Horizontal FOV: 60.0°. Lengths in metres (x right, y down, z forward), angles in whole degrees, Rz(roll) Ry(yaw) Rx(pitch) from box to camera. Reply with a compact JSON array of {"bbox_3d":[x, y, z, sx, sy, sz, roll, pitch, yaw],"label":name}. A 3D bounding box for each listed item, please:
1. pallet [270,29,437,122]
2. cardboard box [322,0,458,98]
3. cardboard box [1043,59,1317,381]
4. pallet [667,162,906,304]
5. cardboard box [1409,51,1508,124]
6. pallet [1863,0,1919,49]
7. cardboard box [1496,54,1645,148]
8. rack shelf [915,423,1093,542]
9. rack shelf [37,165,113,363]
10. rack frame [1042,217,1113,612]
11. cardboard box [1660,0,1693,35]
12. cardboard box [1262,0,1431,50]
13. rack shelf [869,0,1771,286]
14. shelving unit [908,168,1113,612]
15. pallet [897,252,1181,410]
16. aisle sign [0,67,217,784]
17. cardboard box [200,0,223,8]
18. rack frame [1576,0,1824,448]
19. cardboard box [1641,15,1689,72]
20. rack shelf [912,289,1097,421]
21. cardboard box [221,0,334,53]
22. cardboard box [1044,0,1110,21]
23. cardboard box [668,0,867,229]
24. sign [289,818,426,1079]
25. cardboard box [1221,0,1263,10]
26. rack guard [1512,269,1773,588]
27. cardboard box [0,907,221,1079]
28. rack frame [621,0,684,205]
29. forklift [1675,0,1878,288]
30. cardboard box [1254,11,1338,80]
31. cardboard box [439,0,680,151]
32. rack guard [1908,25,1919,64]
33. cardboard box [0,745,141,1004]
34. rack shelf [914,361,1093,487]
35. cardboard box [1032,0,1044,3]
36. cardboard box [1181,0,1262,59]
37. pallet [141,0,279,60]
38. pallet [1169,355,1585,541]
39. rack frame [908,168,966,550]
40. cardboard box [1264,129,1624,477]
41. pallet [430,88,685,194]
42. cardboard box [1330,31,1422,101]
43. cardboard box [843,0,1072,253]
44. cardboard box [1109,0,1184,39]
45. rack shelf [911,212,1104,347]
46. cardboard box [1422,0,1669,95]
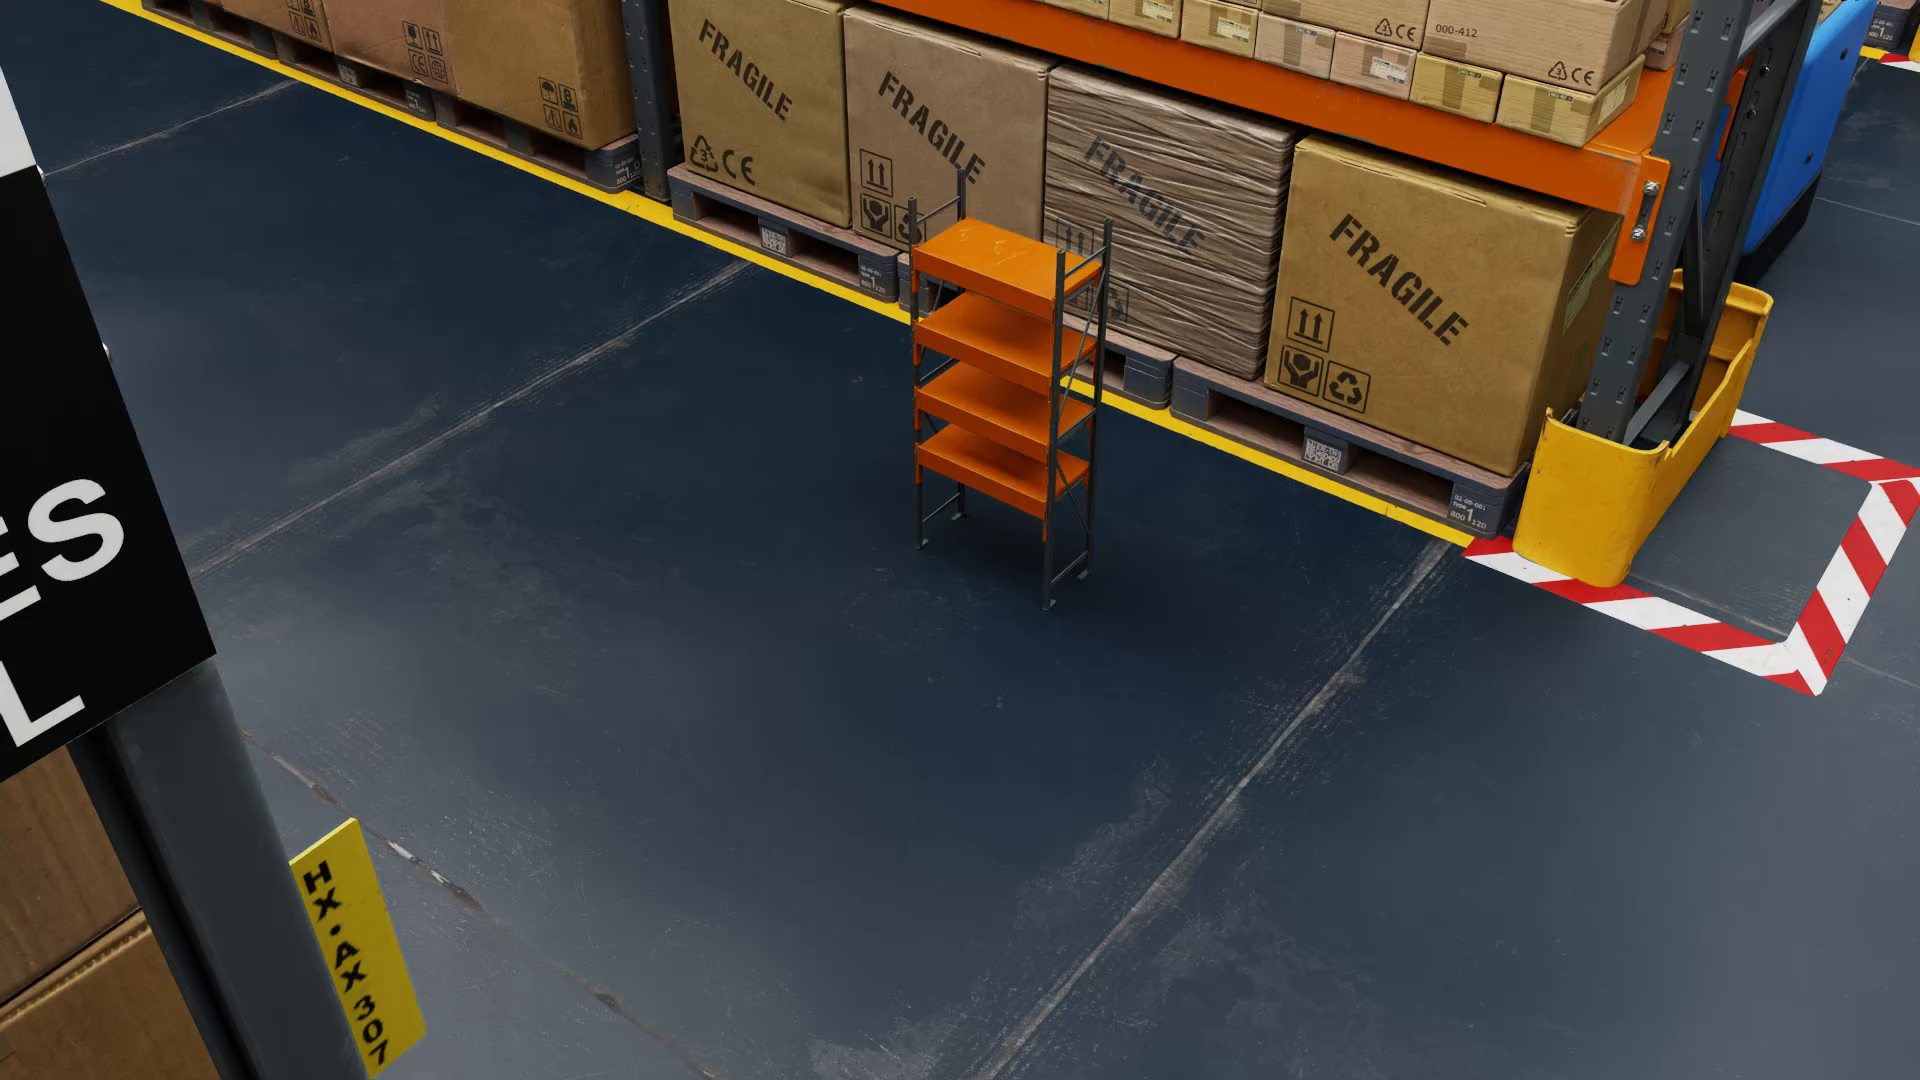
[{"bbox_3d":[-2.630,-2.486,8.254,1.213,0.211,1.003,25,45,29],"label":"pallet"},{"bbox_3d":[-2.229,-2.768,7.736,0.875,0.875,1.225,24,44,27],"label":"cardboard box"},{"bbox_3d":[0.899,-1.248,5.793,0.875,0.875,0.875,25,45,29],"label":"cardboard box"},{"bbox_3d":[-0.442,-1.454,6.937,1.213,0.211,1.003,25,45,29],"label":"pallet"},{"bbox_3d":[1.488,-1.347,4.741,0.250,0.149,0.380,26,45,29],"label":"cardboard box"},{"bbox_3d":[4.556,-3.033,8.952,1.213,0.211,1.003,25,45,29],"label":"pallet"},{"bbox_3d":[1.696,-1.251,4.618,0.250,0.149,0.380,26,45,29],"label":"cardboard box"},{"bbox_3d":[0.131,-0.201,4.965,0.480,0.148,0.258,25,45,29],"label":"rack shelf"},{"bbox_3d":[-2.503,-0.634,1.776,4.000,0.370,1.077,25,45,29],"label":"rack shelf"},{"bbox_3d":[0.325,-0.319,4.684,0.015,1.200,0.240,25,45,29],"label":"rack frame"},{"bbox_3d":[1.962,-1.748,4.929,0.500,0.250,0.500,24,44,27],"label":"cardboard box"},{"bbox_3d":[1.230,-1.677,4.840,0.500,0.250,0.500,24,44,28],"label":"cardboard box"},{"bbox_3d":[0.590,-1.843,5.755,4.000,0.370,1.077,25,45,29],"label":"rack shelf"},{"bbox_3d":[0.131,-0.410,4.801,0.503,1.200,0.258,25,45,29],"label":"shelving unit"},{"bbox_3d":[0.531,-0.998,6.353,1.213,0.211,1.003,25,45,29],"label":"pallet"},{"bbox_3d":[-0.674,-0.130,0.874,0.004,0.787,0.394,25,45,29],"label":"aisle sign"},{"bbox_3d":[-3.640,-3.434,8.585,0.875,0.875,1.225,23,44,27],"label":"cardboard box"},{"bbox_3d":[2.179,-1.377,4.576,0.127,3.000,1.000,25,45,29],"label":"rack frame"},{"bbox_3d":[2.097,-1.573,5.030,0.250,0.149,0.380,26,45,29],"label":"cardboard box"},{"bbox_3d":[0.131,-0.534,4.705,0.480,0.148,0.258,25,45,29],"label":"rack shelf"},{"bbox_3d":[-2.937,-3.096,8.154,0.875,0.875,1.225,25,45,29],"label":"cardboard box"},{"bbox_3d":[0.482,-1.823,5.349,0.250,0.149,0.380,26,45,29],"label":"cardboard box"},{"bbox_3d":[-0.523,-1.918,6.649,0.875,0.875,0.875,25,45,29],"label":"cardboard box"},{"bbox_3d":[-0.585,0.407,1.595,0.005,0.325,0.100,25,45,29],"label":"sign"},{"bbox_3d":[0.826,-1.868,5.083,0.500,0.250,0.500,24,44,27],"label":"cardboard box"},{"bbox_3d":[2.198,-0.384,5.335,0.348,0.500,1.175,25,45,29],"label":"rack guard"},{"bbox_3d":[-1.103,0.553,1.787,0.500,0.500,0.500,27,46,31],"label":"cardboard box"},{"bbox_3d":[-0.998,-2.876,6.490,0.127,3.000,1.000,25,45,29],"label":"rack frame"},{"bbox_3d":[1.984,-2.750,6.385,3.031,2.935,1.130,26,45,29],"label":"forklift"},{"bbox_3d":[1.091,-1.536,4.983,0.250,0.149,0.380,26,45,29],"label":"cardboard box"},{"bbox_3d":[-1.519,-2.434,7.309,0.875,0.875,1.225,25,45,29],"label":"cardboard box"},{"bbox_3d":[5.215,-2.816,8.441,0.348,0.500,1.175,25,45,29],"label":"rack guard"},{"bbox_3d":[-1.110,0.165,1.473,0.500,0.500,0.500,25,44,28],"label":"cardboard box"},{"bbox_3d":[0.131,-0.357,4.842,0.480,0.148,0.258,25,45,29],"label":"rack shelf"},{"bbox_3d":[0.274,-1.920,5.473,0.250,0.149,0.380,24,44,27],"label":"cardboard box"},{"bbox_3d":[0.884,-1.633,5.106,0.250,0.149,0.380,24,44,28],"label":"cardboard box"},{"bbox_3d":[-3.595,-2.944,8.838,1.213,0.211,1.003,25,45,29],"label":"pallet"},{"bbox_3d":[1.496,-0.541,5.769,1.213,0.211,1.003,25,45,29],"label":"pallet"},{"bbox_3d":[-0.062,-0.502,4.918,0.015,1.200,0.240,25,45,29],"label":"rack frame"},{"bbox_3d":[1.622,-0.907,5.358,0.875,0.875,0.875,25,45,29],"label":"cardboard box"},{"bbox_3d":[-1.657,-2.030,7.671,1.213,0.211,1.003,25,45,29],"label":"pallet"},{"bbox_3d":[1.289,-1.442,4.863,0.250,0.149,0.380,25,45,29],"label":"cardboard box"},{"bbox_3d":[0.192,-1.581,6.219,0.875,0.875,0.875,25,45,29],"label":"cardboard box"},{"bbox_3d":[0.677,-1.729,5.229,0.250,0.149,0.380,25,45,29],"label":"cardboard box"},{"bbox_3d":[0.131,-0.720,4.559,0.480,0.148,0.258,25,45,29],"label":"rack shelf"},{"bbox_3d":[1.633,-1.487,4.597,0.500,0.250,0.500,25,44,28],"label":"cardboard box"}]
